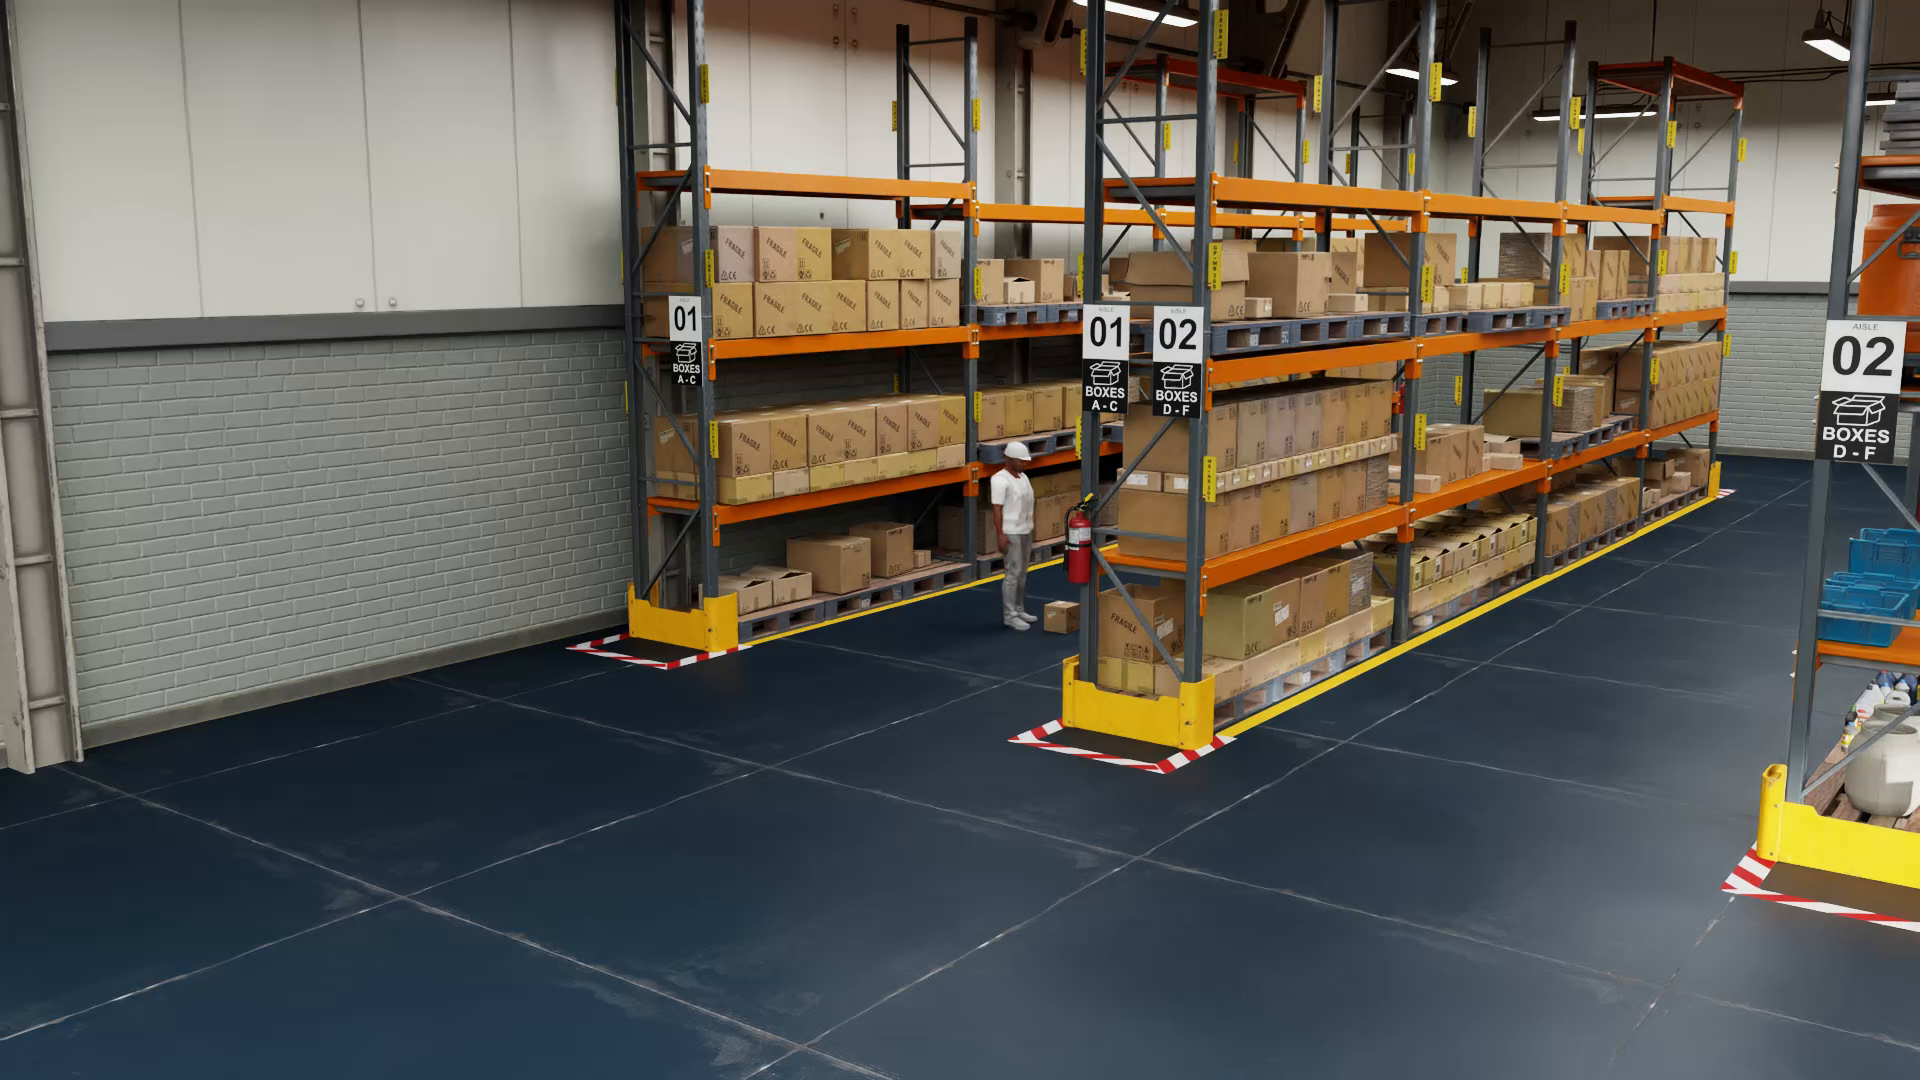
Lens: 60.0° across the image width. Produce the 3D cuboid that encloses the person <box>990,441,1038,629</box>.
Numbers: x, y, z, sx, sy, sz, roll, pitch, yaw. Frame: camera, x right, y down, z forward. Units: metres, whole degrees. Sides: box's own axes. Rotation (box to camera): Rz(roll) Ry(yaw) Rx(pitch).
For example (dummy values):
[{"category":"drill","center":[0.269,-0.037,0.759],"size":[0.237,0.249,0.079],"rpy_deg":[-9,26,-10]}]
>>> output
[{"category":"person","center":[0.570,-0.062,16.099],"size":[0.459,1.783,0.590],"rpy_deg":[6,11,31]}]
